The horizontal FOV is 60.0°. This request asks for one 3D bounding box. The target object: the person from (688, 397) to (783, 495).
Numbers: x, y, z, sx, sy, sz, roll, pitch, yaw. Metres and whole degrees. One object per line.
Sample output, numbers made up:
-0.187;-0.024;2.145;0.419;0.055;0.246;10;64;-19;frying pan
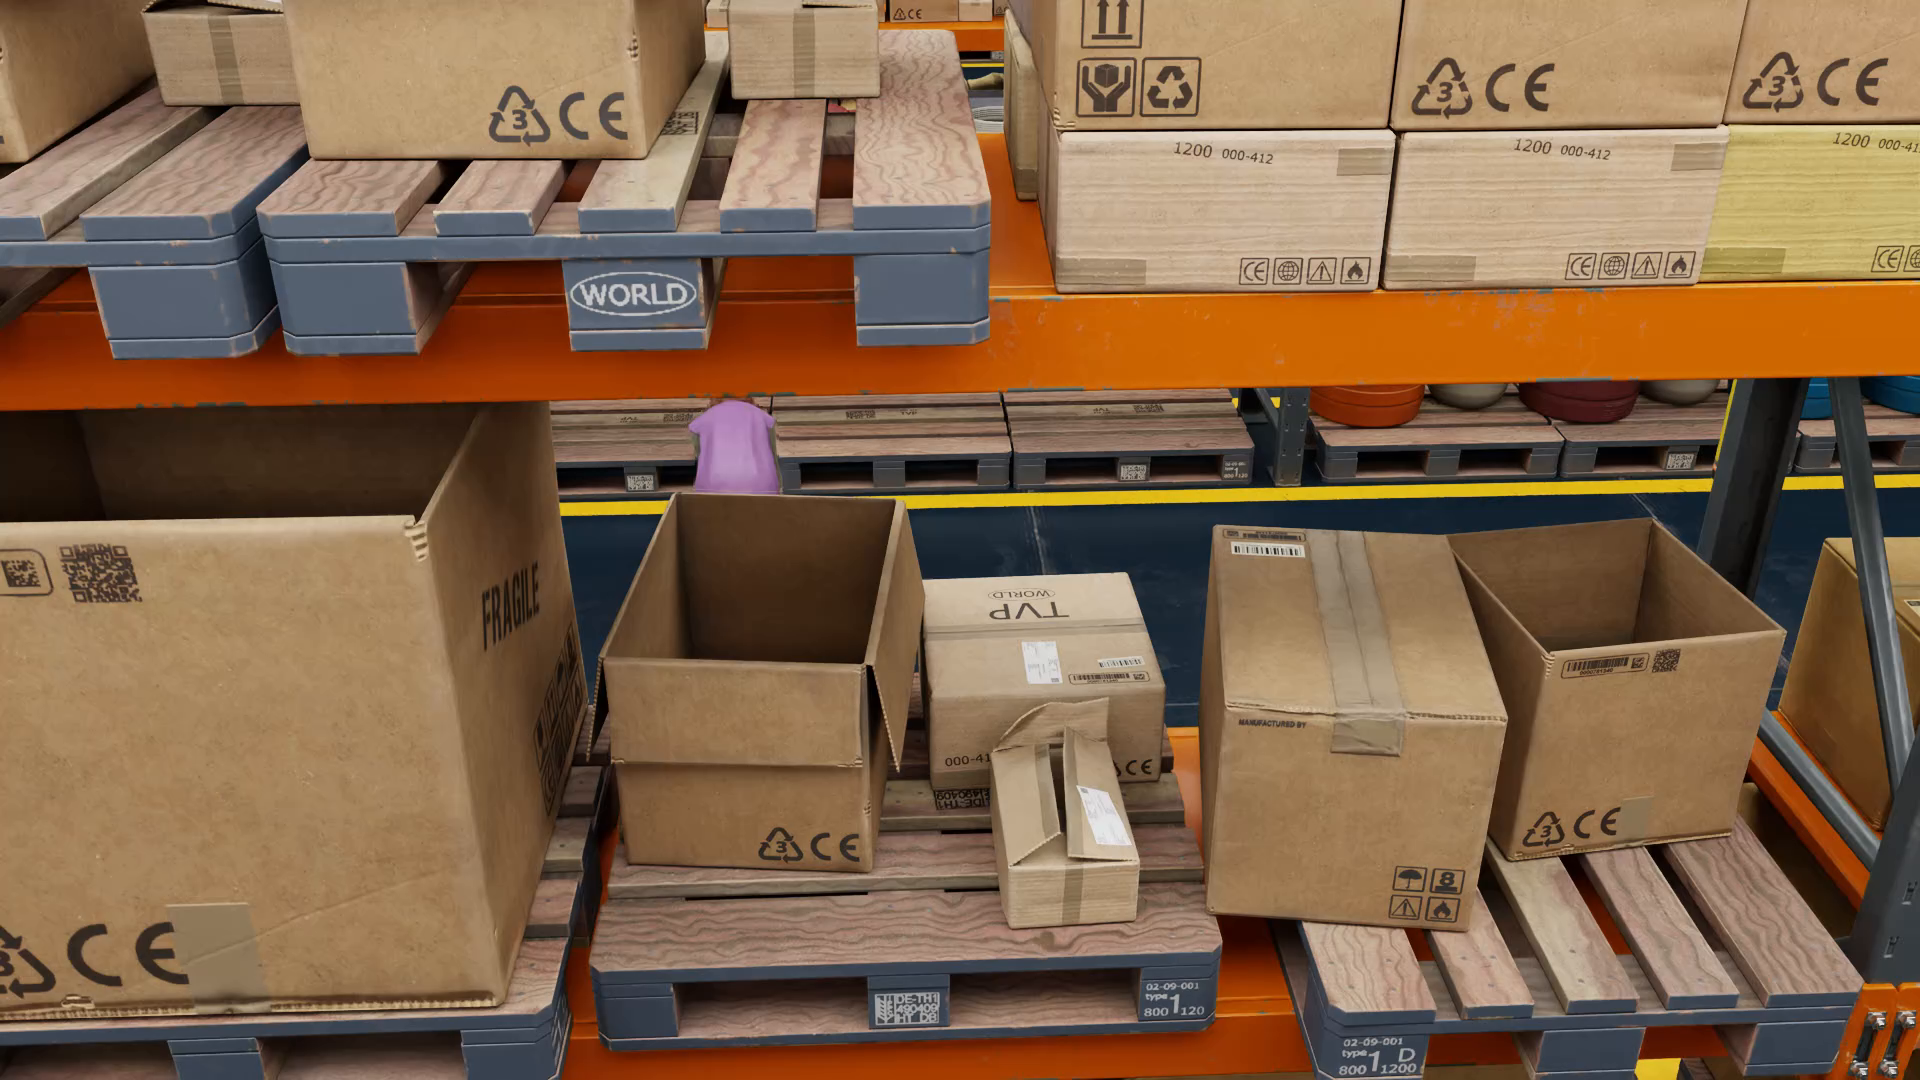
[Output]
-0.932;-0.122;7.069;0.420;0.935;0.862;-3;28;-5;person
